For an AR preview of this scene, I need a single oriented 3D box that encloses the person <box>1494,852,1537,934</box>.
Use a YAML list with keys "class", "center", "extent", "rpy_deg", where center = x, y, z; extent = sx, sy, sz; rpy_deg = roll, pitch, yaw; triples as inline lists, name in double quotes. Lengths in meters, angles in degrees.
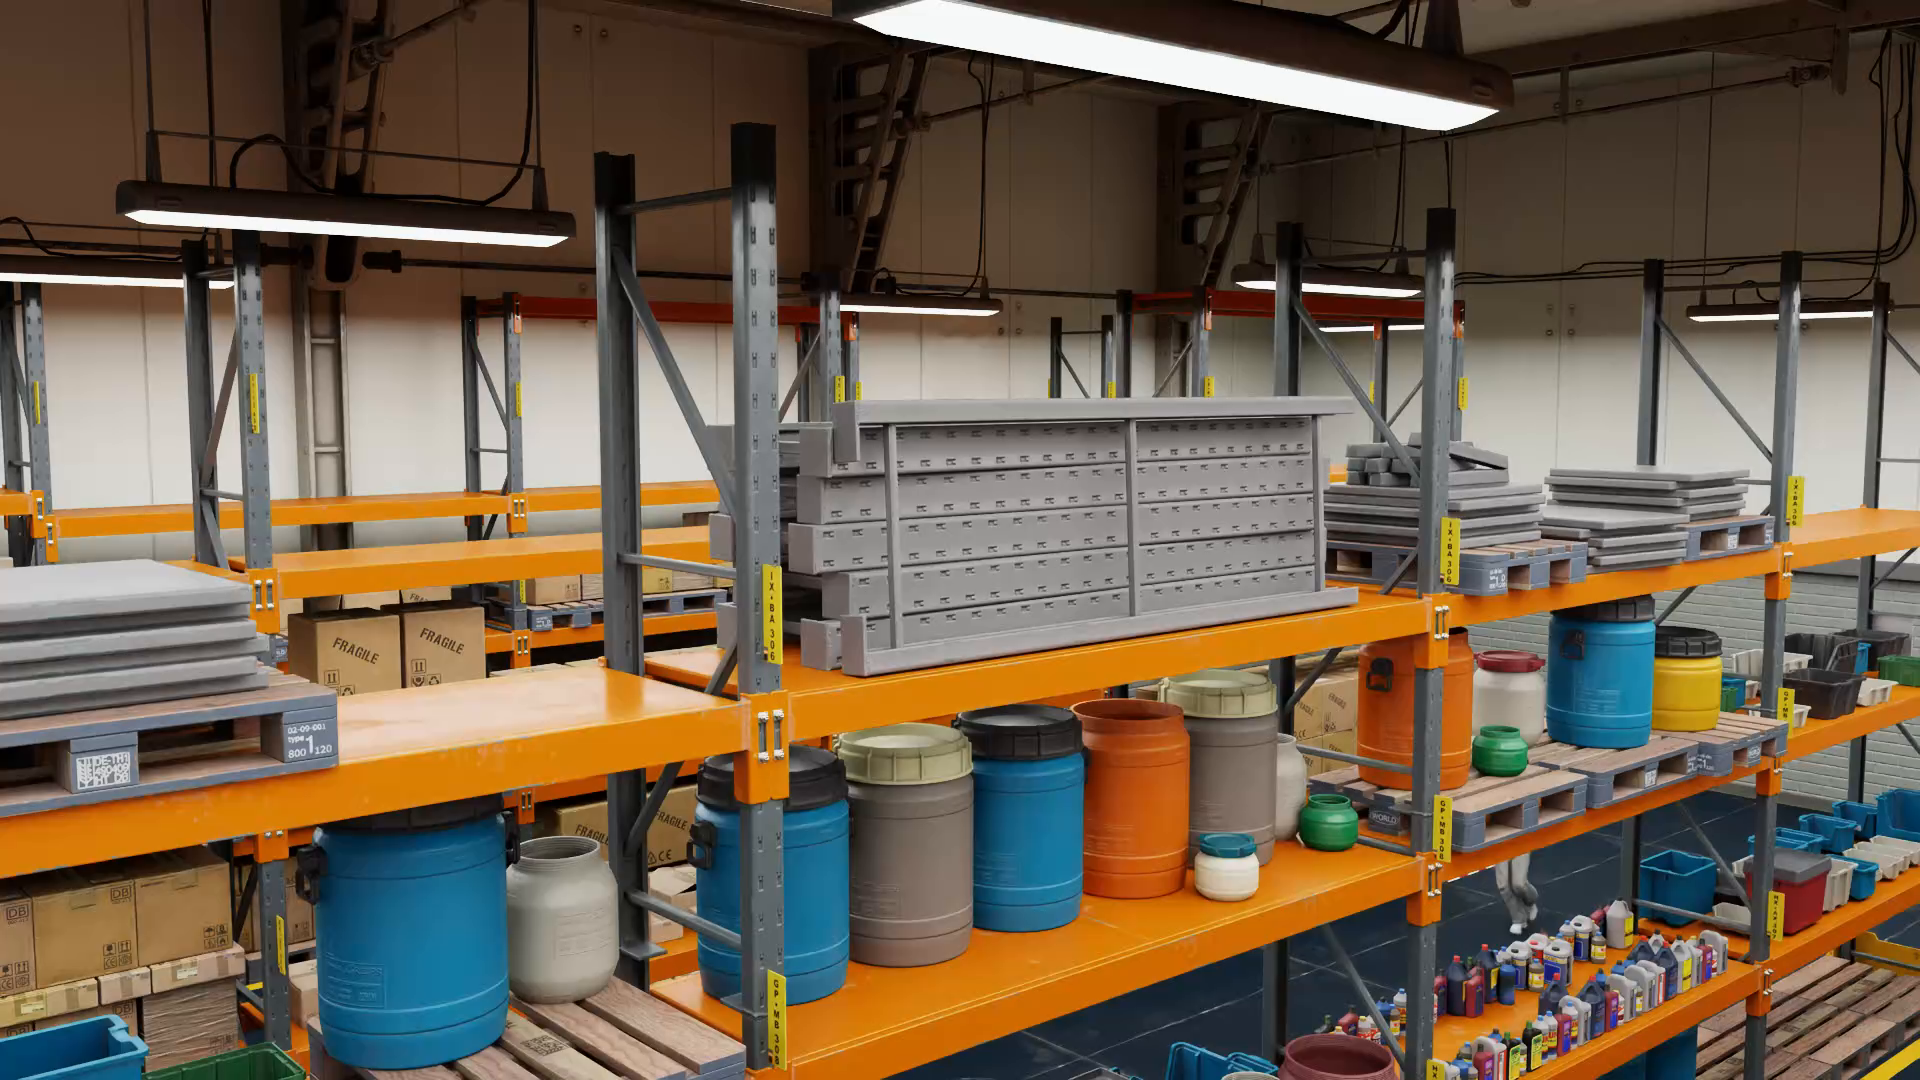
- class: "person"
  center: [5.198, 2.878, 15.698]
  extent: [0.594, 1.624, 0.540]
  rpy_deg: [3, 6, 32]
